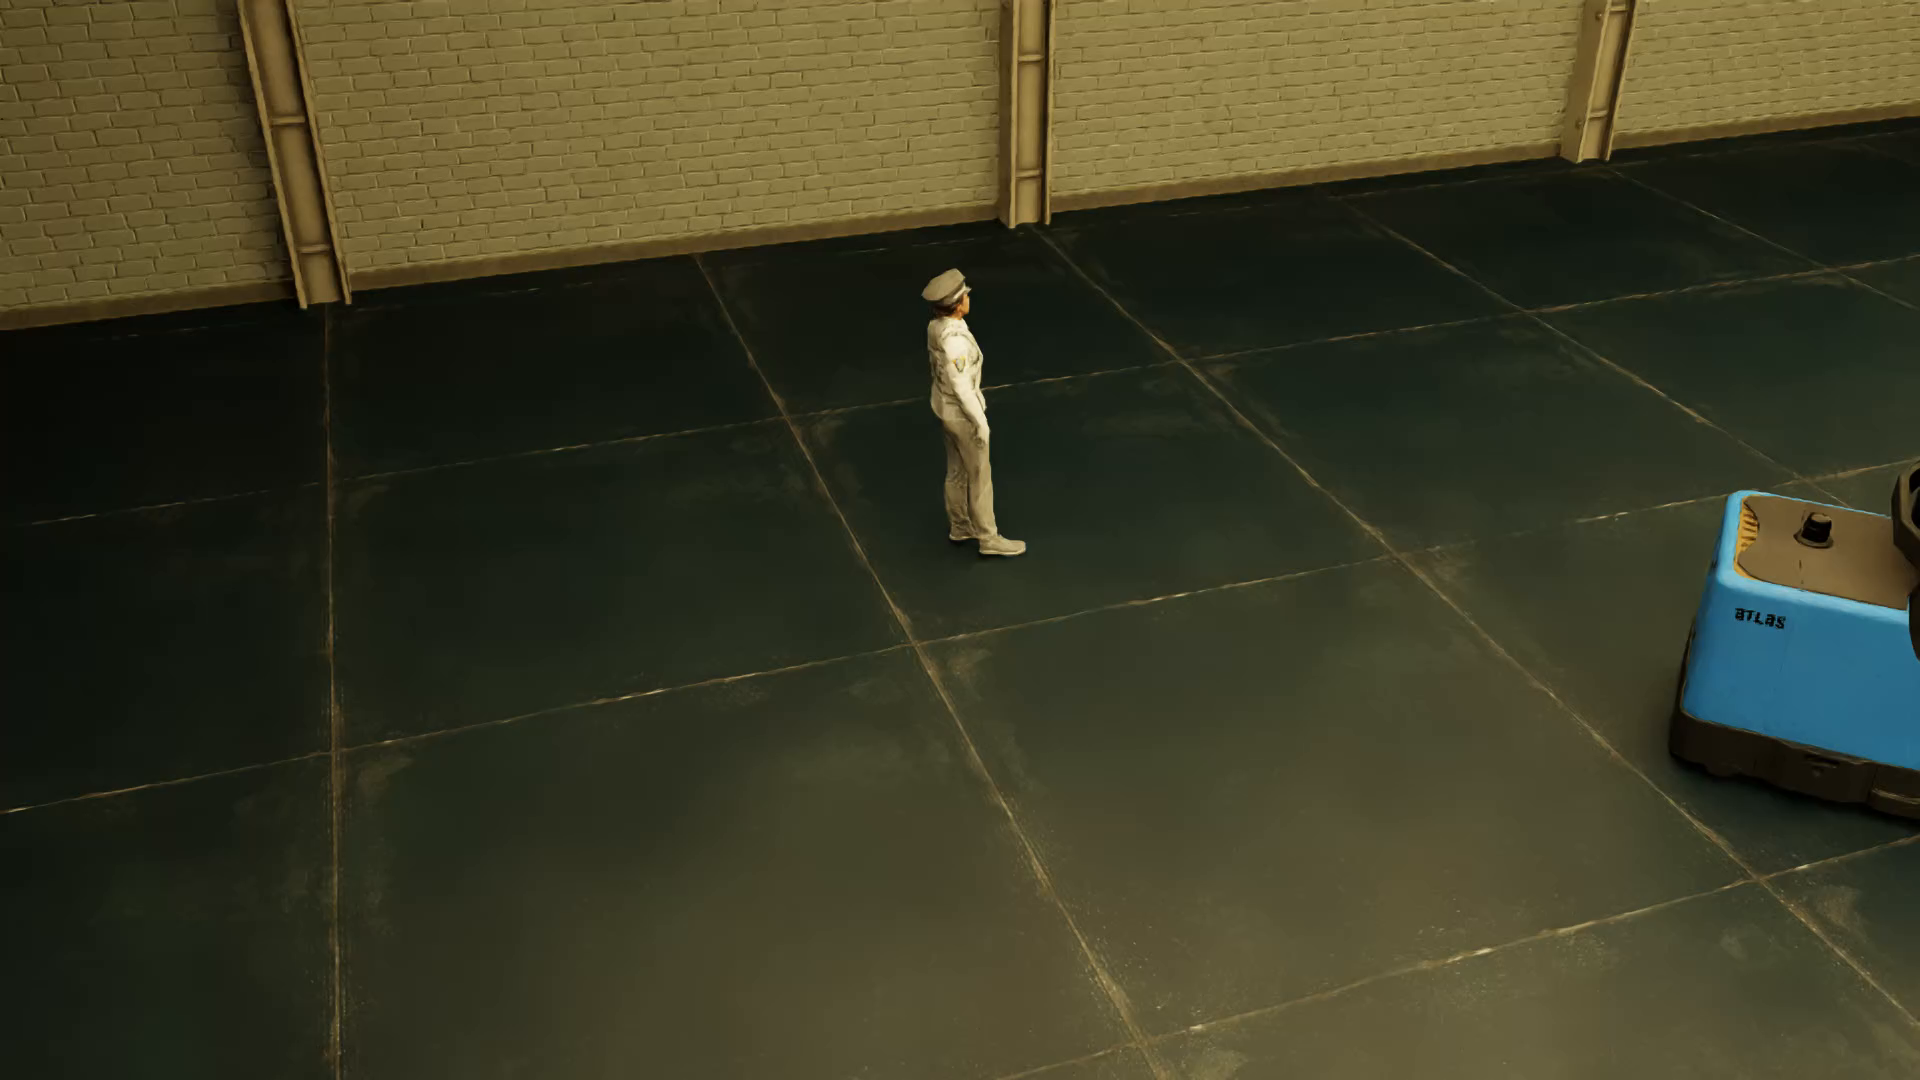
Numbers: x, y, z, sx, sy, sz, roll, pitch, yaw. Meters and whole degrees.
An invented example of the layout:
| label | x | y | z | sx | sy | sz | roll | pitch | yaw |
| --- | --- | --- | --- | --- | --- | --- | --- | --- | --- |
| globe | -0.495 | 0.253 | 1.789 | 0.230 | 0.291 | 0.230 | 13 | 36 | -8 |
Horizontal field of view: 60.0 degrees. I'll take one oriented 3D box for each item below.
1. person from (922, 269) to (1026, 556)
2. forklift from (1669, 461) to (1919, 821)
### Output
| label | x | y | z | sx | sy | sz | roll | pitch | yaw |
| --- | --- | --- | --- | --- | --- | --- | --- | --- | --- |
| person | 0.066 | -0.748 | 9.612 | 0.532 | 1.695 | 0.586 | -10 | 31 | -16 |
| forklift | 5.023 | -0.078 | 7.223 | 3.031 | 2.935 | 1.130 | 13 | 32 | 22 |
